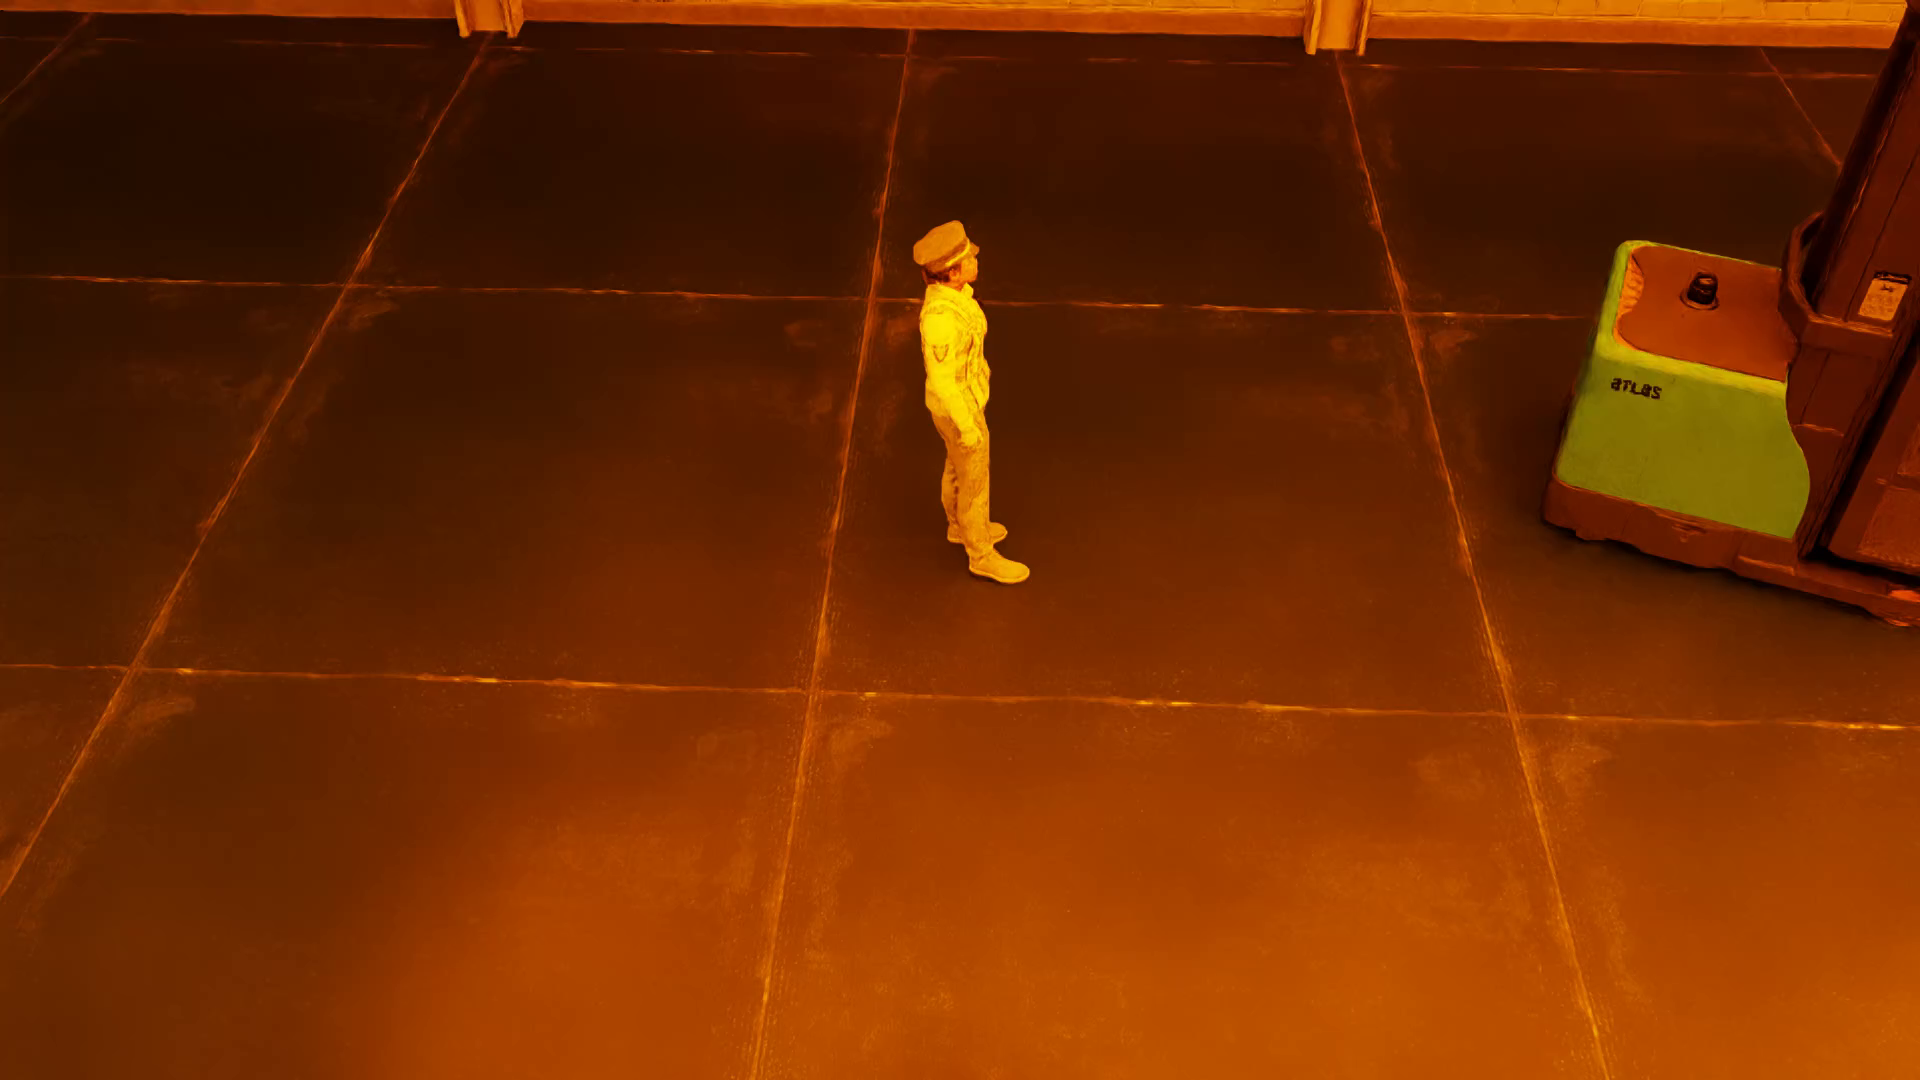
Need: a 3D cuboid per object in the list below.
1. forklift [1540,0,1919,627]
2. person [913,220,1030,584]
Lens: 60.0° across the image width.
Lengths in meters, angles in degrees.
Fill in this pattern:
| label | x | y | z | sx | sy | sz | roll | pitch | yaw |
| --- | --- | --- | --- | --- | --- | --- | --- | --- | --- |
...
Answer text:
| label | x | y | z | sx | sy | sz | roll | pitch | yaw |
| --- | --- | --- | --- | --- | --- | --- | --- | --- | --- |
| forklift | 4.344 | -1.055 | 6.898 | 3.031 | 2.935 | 1.130 | 16 | 45 | 16 |
| person | 0.067 | -0.624 | 7.332 | 0.532 | 1.695 | 0.586 | 2 | 42 | 2 |
